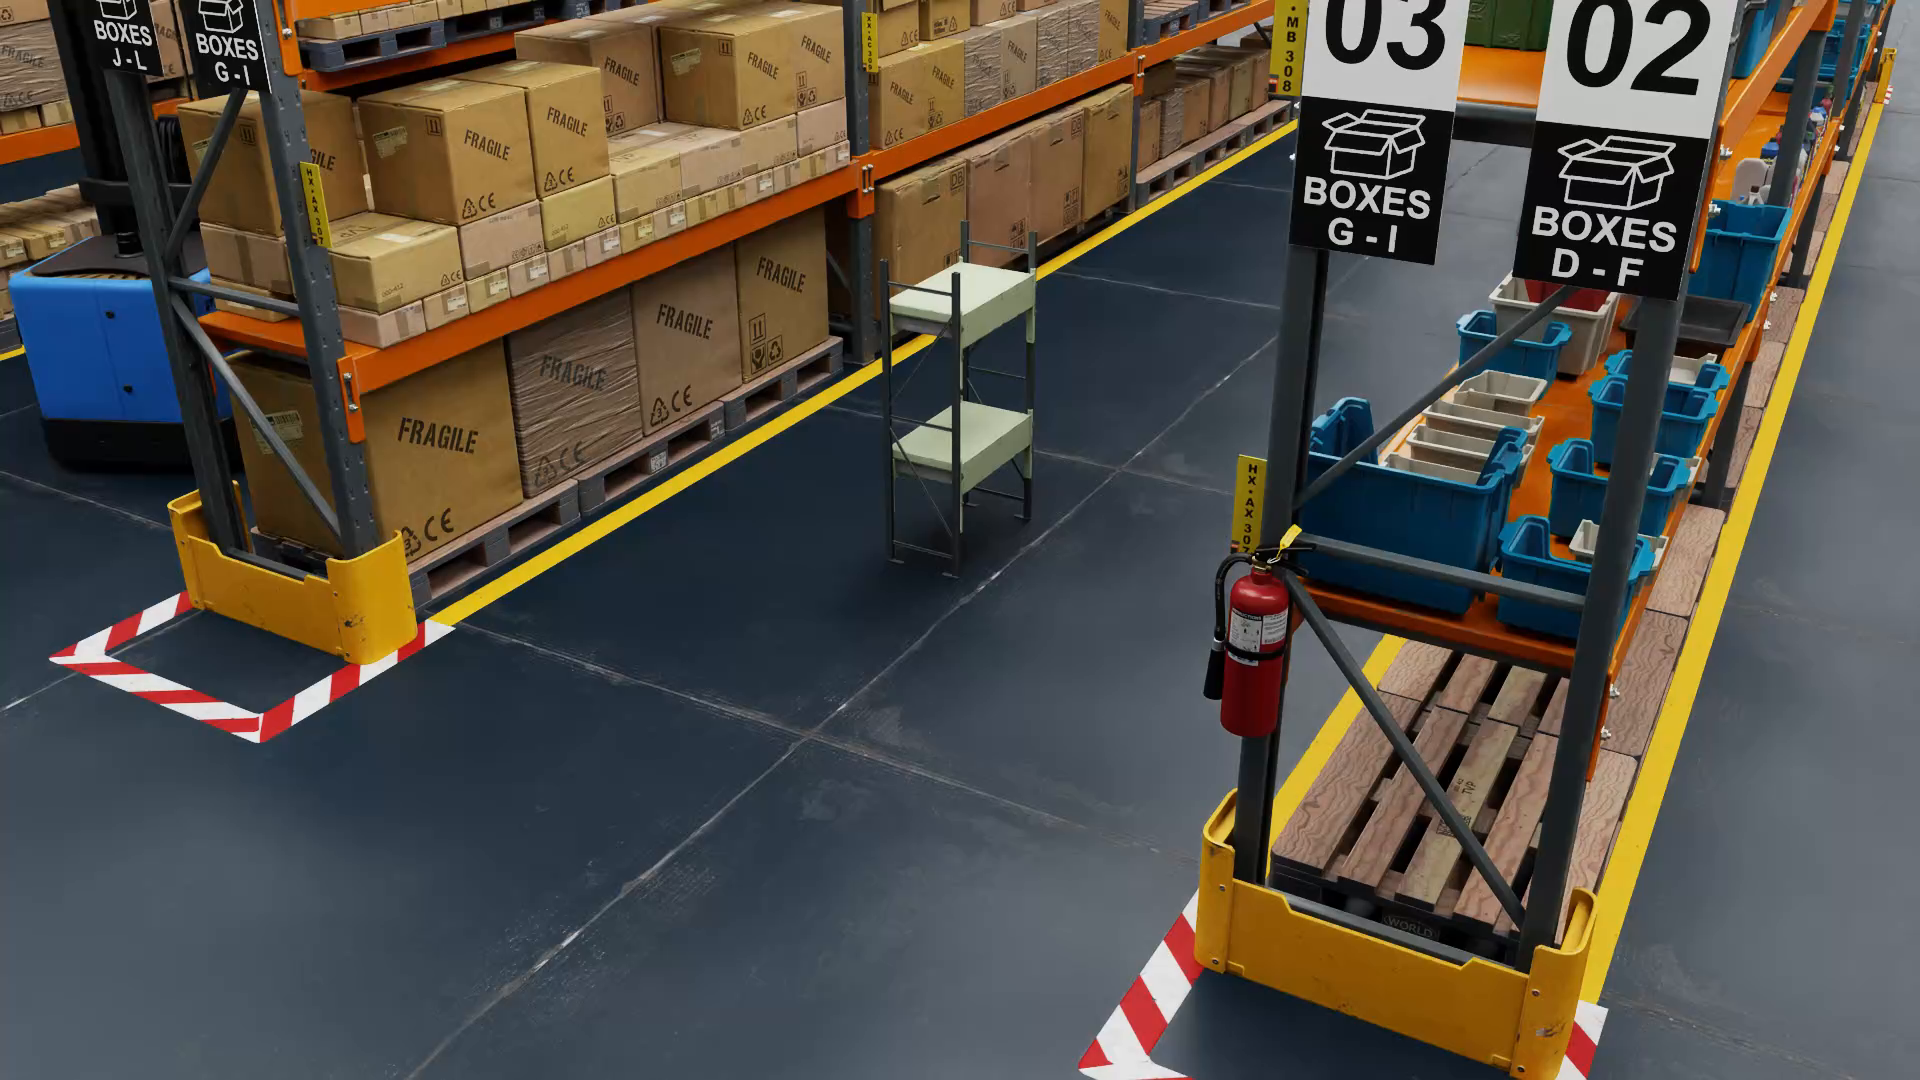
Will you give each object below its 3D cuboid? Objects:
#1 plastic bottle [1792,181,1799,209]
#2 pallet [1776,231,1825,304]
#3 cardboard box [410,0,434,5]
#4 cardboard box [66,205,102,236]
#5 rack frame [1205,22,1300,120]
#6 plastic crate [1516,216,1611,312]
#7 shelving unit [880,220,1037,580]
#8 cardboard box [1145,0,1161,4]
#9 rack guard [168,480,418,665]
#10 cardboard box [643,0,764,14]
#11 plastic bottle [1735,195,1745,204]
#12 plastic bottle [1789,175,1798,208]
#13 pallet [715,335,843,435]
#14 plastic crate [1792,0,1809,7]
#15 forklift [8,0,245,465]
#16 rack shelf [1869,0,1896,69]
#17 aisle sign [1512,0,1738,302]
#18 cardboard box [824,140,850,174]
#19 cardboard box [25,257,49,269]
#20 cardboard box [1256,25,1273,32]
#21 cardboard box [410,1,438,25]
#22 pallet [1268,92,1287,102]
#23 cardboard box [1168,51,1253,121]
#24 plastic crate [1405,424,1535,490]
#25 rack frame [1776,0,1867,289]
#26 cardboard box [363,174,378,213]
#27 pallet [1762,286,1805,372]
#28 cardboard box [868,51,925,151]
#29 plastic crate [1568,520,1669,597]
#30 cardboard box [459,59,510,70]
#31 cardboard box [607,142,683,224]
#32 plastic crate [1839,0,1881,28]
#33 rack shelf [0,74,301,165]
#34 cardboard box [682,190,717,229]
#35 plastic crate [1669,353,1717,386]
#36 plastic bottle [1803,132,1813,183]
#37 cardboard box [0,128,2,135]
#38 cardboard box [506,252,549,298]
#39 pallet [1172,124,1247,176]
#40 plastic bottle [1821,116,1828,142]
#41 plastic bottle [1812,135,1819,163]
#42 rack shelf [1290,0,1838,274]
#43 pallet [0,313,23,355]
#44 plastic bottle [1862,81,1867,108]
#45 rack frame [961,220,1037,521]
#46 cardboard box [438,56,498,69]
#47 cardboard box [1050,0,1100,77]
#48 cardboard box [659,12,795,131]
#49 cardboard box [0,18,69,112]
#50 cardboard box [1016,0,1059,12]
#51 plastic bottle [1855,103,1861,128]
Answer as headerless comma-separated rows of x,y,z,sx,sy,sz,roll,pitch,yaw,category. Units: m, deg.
4.407,-1.871,8.859,0.097,0.201,0.097,0,27,0,plastic bottle
5.693,-2.069,12.147,1.003,0.211,1.213,14,30,26,pallet
-4.296,-4.250,12.868,0.380,0.149,0.250,13,29,24,cardboard box
-5.796,-2.144,11.234,0.380,0.149,0.250,13,29,24,cardboard box
2.934,-5.672,16.230,1.000,3.000,0.127,14,30,26,rack frame
2.653,-1.226,7.210,0.402,0.464,0.583,14,30,26,plastic crate
0.003,-0.673,7.919,0.431,1.500,0.755,14,30,26,shelving unit
1.385,-4.804,13.916,0.700,0.500,0.500,19,32,33,cardboard box
-2.981,0.132,7.428,1.175,0.500,0.348,14,30,26,rack guard
-1.460,-2.825,9.540,0.500,0.500,0.500,14,30,26,cardboard box
3.932,-1.634,8.385,0.097,0.201,0.097,0,27,0,plastic bottle
4.299,-1.806,8.638,0.061,0.283,0.133,14,30,26,plastic bottle
-1.444,-1.028,10.068,1.003,0.211,1.213,14,30,26,pallet
2.702,-1.989,5.653,0.437,0.282,0.530,14,30,26,plastic crate
-4.281,-2.333,9.637,1.130,2.935,3.031,2,27,5,forklift
8.230,-5.039,15.769,1.077,0.370,4.000,14,30,26,rack shelf
1.566,-0.974,3.940,0.394,0.787,0.004,14,30,26,aisle sign
-0.866,-2.251,9.676,0.380,0.149,0.250,14,30,26,cardboard box
-6.163,-1.845,10.968,0.380,0.149,0.250,16,31,29,cardboard box
3.441,-5.114,17.438,0.500,0.500,0.500,-22,34,-37,cardboard box
-4.294,-4.117,12.935,0.380,0.149,0.250,15,30,27,cardboard box
3.234,-4.695,17.392,1.003,0.211,1.213,14,30,26,pallet
2.362,-4.335,15.859,0.700,0.500,0.500,14,30,26,cardboard box
1.742,-0.281,5.688,0.396,0.136,0.243,14,30,26,plastic crate
5.278,-3.022,10.937,1.000,3.000,0.127,14,30,26,rack frame
-2.712,-1.506,7.743,0.500,0.250,0.500,14,30,25,cardboard box
4.927,-1.459,10.929,1.003,0.211,1.213,14,30,26,pallet
-0.558,-2.723,10.227,0.500,0.500,0.500,14,30,26,cardboard box
1.981,0.056,5.015,0.250,0.136,0.298,14,30,26,plastic crate
-3.913,-3.932,14.239,0.500,0.250,0.500,15,30,27,cardboard box
-1.746,-1.792,8.315,0.500,0.250,0.500,14,30,25,cardboard box
6.974,-4.076,13.059,0.392,0.384,0.575,14,30,26,plastic crate
-6.254,-2.585,10.866,1.077,0.370,4.000,14,30,26,rack shelf
-1.498,-1.750,8.675,0.380,0.149,0.250,14,30,25,cardboard box
2.716,-0.628,6.380,0.293,0.136,0.466,14,30,26,plastic crate
4.732,-2.149,9.323,0.061,0.283,0.133,14,30,26,plastic bottle
-6.216,-2.591,10.356,0.380,0.149,0.250,14,30,25,cardboard box
-2.129,-1.251,7.678,0.380,0.149,0.250,14,30,25,cardboard box
1.953,-3.644,15.294,1.003,0.211,1.213,14,30,26,pallet
5.265,-2.551,10.217,0.097,0.201,0.097,0,27,0,plastic bottle
4.977,-2.323,9.762,0.097,0.201,0.097,0,27,0,plastic bottle
2.327,-1.704,5.755,1.077,0.370,4.000,14,30,26,rack shelf
-6.770,-1.218,10.448,1.003,0.211,1.213,14,30,26,pallet
8.651,-4.260,15.953,0.061,0.283,0.133,15,30,27,plastic bottle
0.183,-0.816,8.204,0.400,1.500,0.023,14,30,26,rack frame
-4.356,-4.047,14.469,0.500,0.250,0.500,14,30,26,cardboard box
0.689,-3.718,12.214,0.500,0.500,0.500,14,30,26,cardboard box
-1.245,-2.523,8.937,0.500,0.500,0.500,15,30,27,cardboard box
-6.038,-3.021,10.490,0.500,0.500,0.500,13,30,25,cardboard box
0.270,-4.072,11.800,0.797,0.503,0.637,15,30,27,cardboard box
8.215,-3.915,15.263,0.061,0.283,0.133,16,31,28,plastic bottle
